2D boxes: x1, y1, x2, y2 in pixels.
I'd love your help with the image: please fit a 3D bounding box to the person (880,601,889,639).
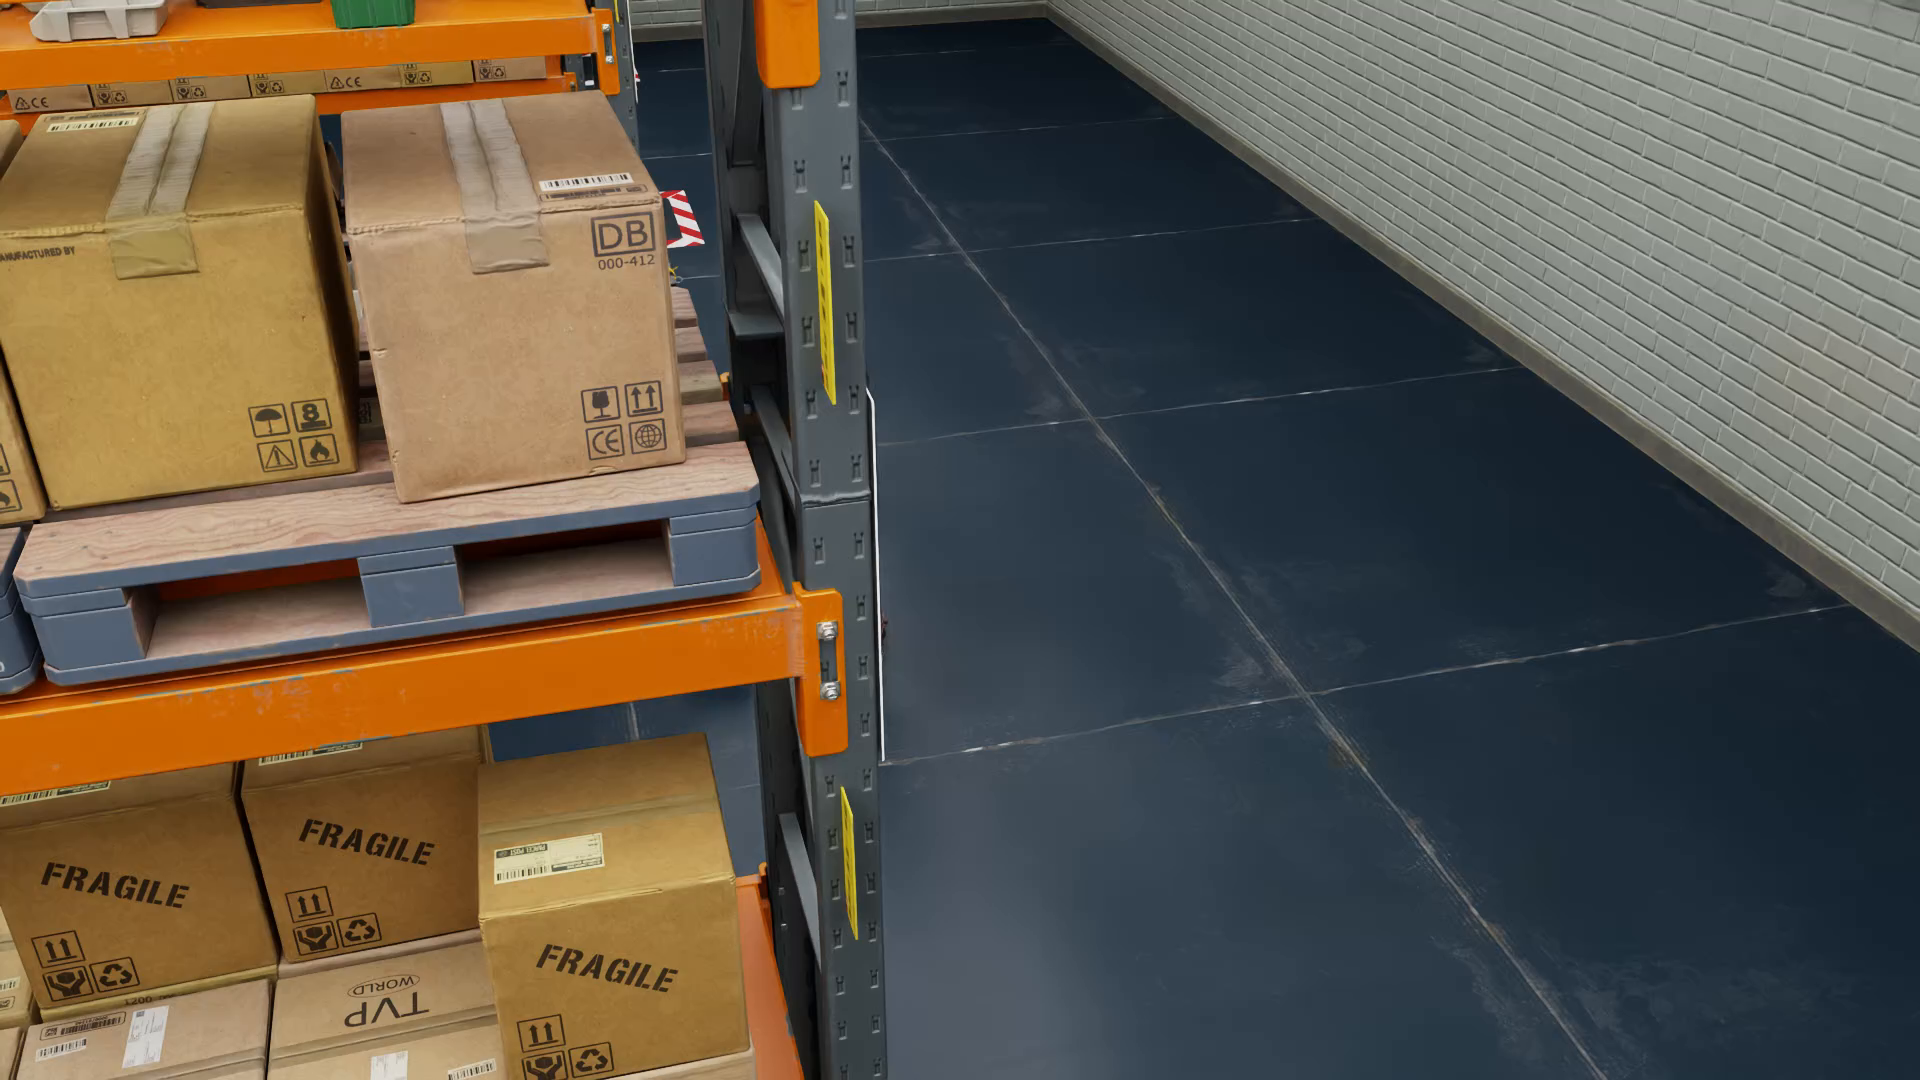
[{"bbox_3d":[-0.669,-0.235,7.547,0.655,1.719,0.544,2,30,3],"label":"person"}]
